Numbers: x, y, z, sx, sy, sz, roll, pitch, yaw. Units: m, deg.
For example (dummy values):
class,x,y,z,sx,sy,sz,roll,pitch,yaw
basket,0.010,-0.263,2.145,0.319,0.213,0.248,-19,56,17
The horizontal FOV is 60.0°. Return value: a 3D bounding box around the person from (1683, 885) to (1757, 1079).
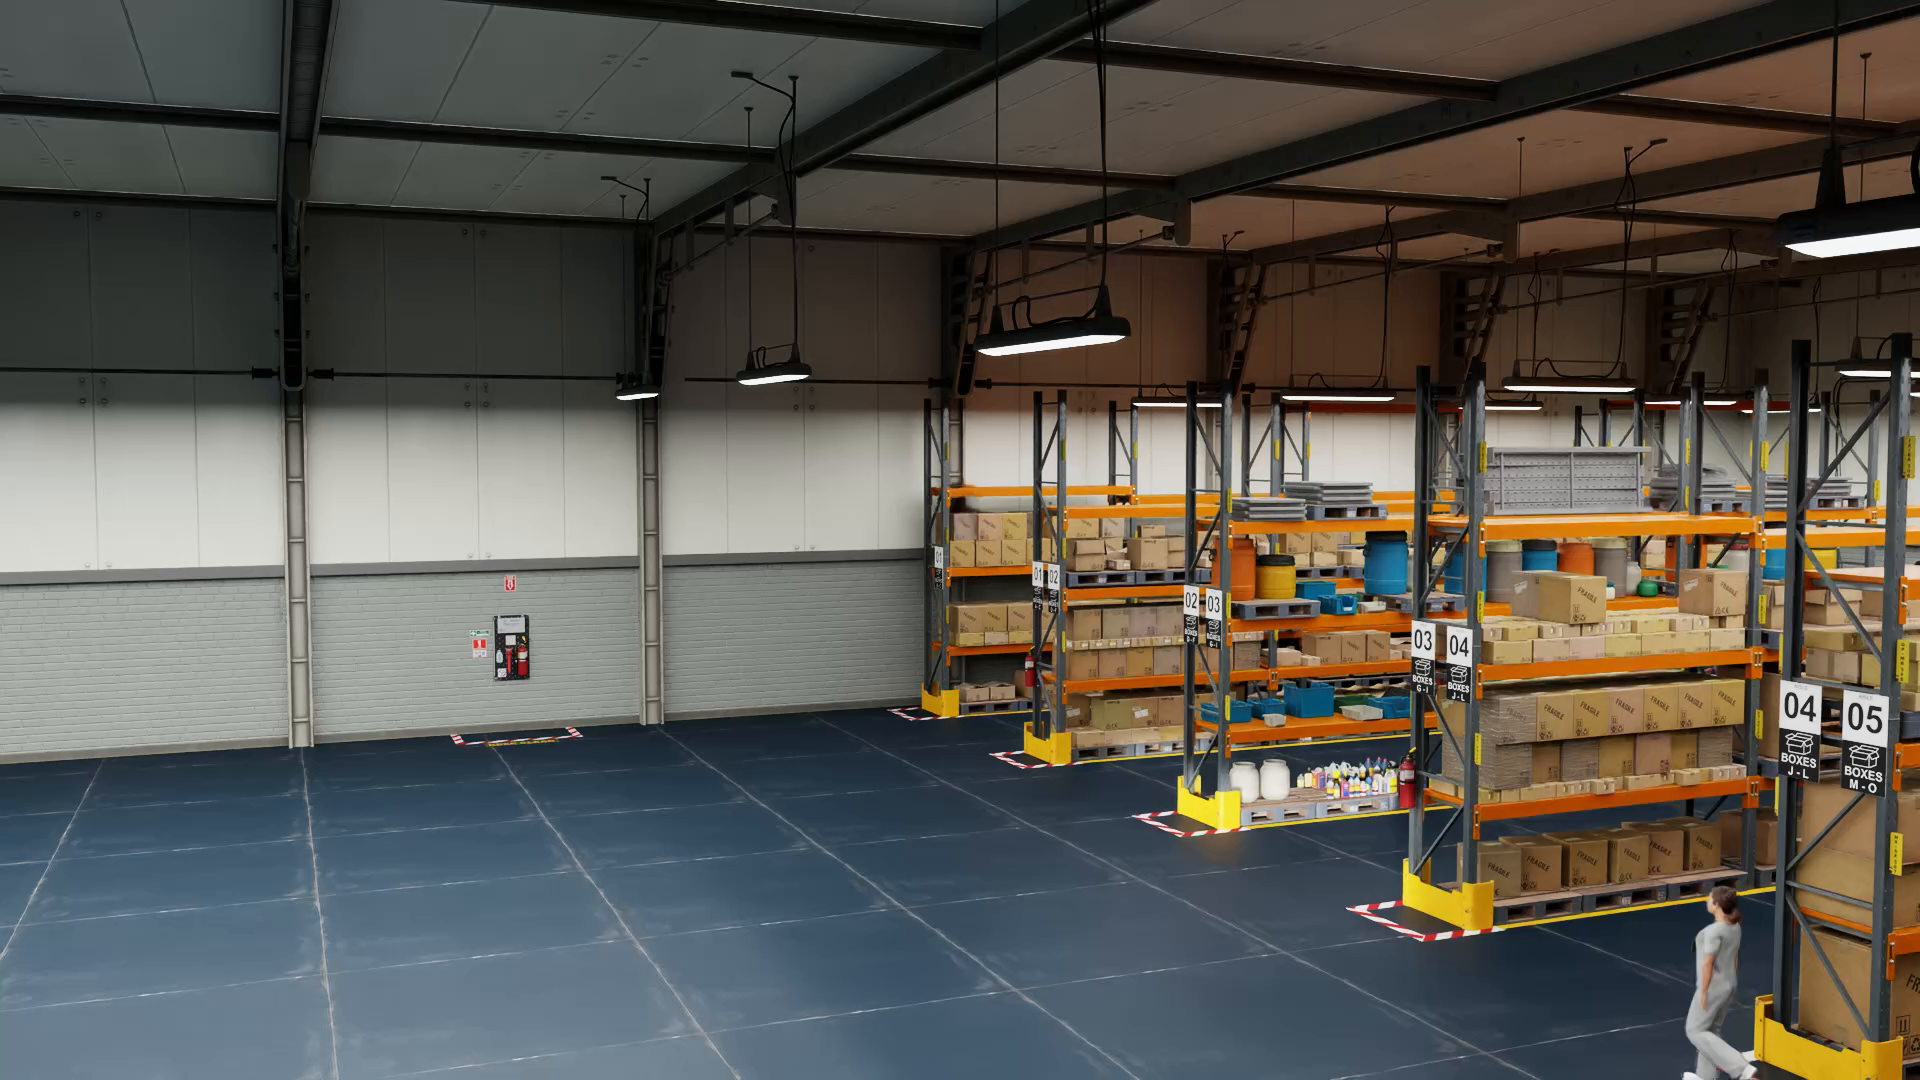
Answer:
class,x,y,z,sx,sy,sz,roll,pitch,yaw
person,5.971,3.548,13.116,0.567,1.660,0.454,3,5,43
